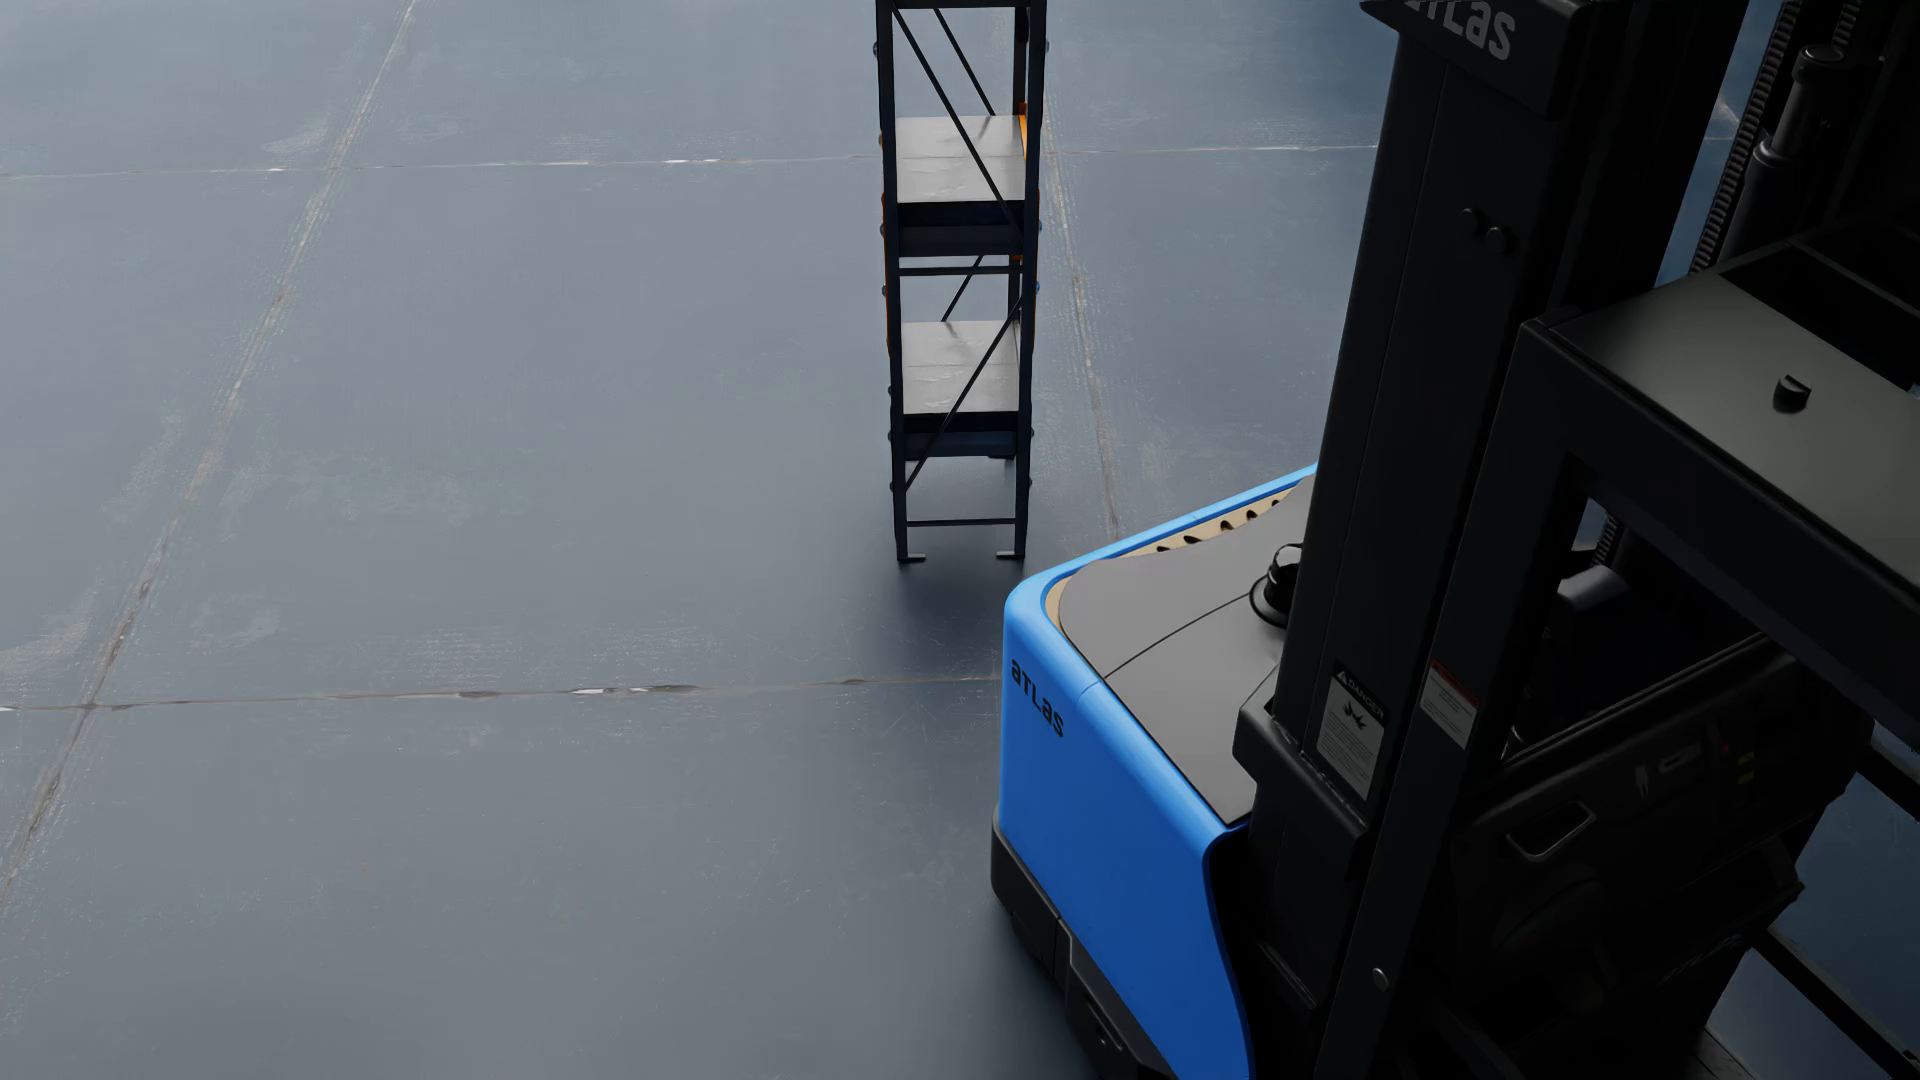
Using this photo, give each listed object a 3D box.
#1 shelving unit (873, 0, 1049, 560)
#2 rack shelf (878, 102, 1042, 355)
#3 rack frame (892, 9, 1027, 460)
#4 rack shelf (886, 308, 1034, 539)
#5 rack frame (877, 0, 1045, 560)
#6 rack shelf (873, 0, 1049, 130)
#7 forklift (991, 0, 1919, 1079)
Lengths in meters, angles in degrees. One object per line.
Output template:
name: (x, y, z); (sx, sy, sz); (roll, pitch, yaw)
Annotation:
shelving unit: (-0.007, -0.886, 4.662); (0.431, 2.100, 0.503); (-2, 43, -2)
rack shelf: (-0.007, -0.876, 4.672); (0.431, 0.518, 0.480); (-2, 43, -2)
rack frame: (-0.017, -1.050, 4.842); (0.400, 2.100, 0.015); (-2, 43, -2)
rack shelf: (-0.007, -0.360, 5.145); (0.431, 0.518, 0.480); (-2, 43, -2)
rack frame: (0.003, -0.721, 4.483); (0.400, 2.100, 0.015); (-2, 43, -2)
rack shelf: (-0.007, -1.392, 4.199); (0.431, 0.518, 0.480); (-2, 43, -2)
forklift: (1.238, 0.520, 2.514); (1.130, 2.935, 3.031); (-21, 46, -21)
